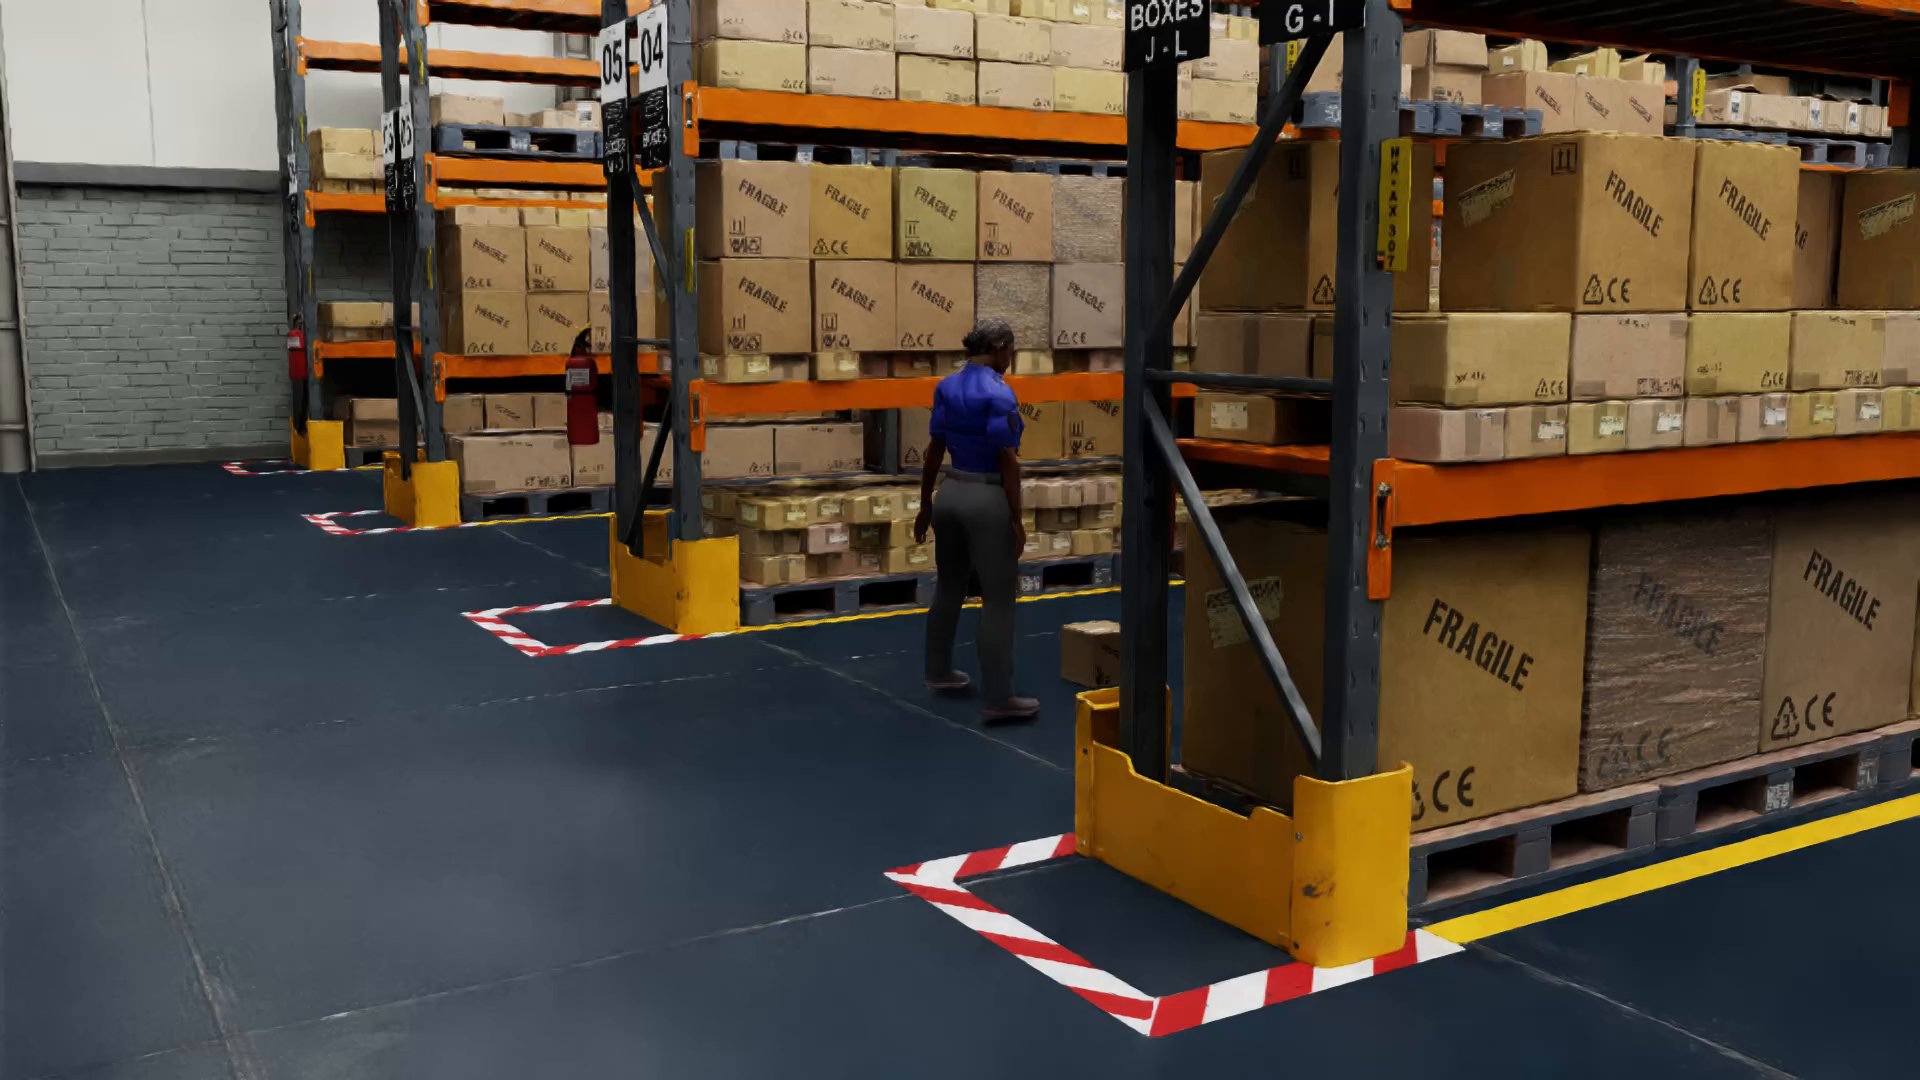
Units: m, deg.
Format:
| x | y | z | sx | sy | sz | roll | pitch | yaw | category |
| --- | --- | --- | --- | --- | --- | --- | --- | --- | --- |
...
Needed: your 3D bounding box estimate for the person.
| x | y | z | sx | sy | sz | roll | pitch | yaw | category |
| --- | --- | --- | --- | --- | --- | --- | --- | --- | --- |
| 0.074 | -0.114 | 7.035 | 0.649 | 1.647 | 0.426 | 8 | 11 | 43 | person |
